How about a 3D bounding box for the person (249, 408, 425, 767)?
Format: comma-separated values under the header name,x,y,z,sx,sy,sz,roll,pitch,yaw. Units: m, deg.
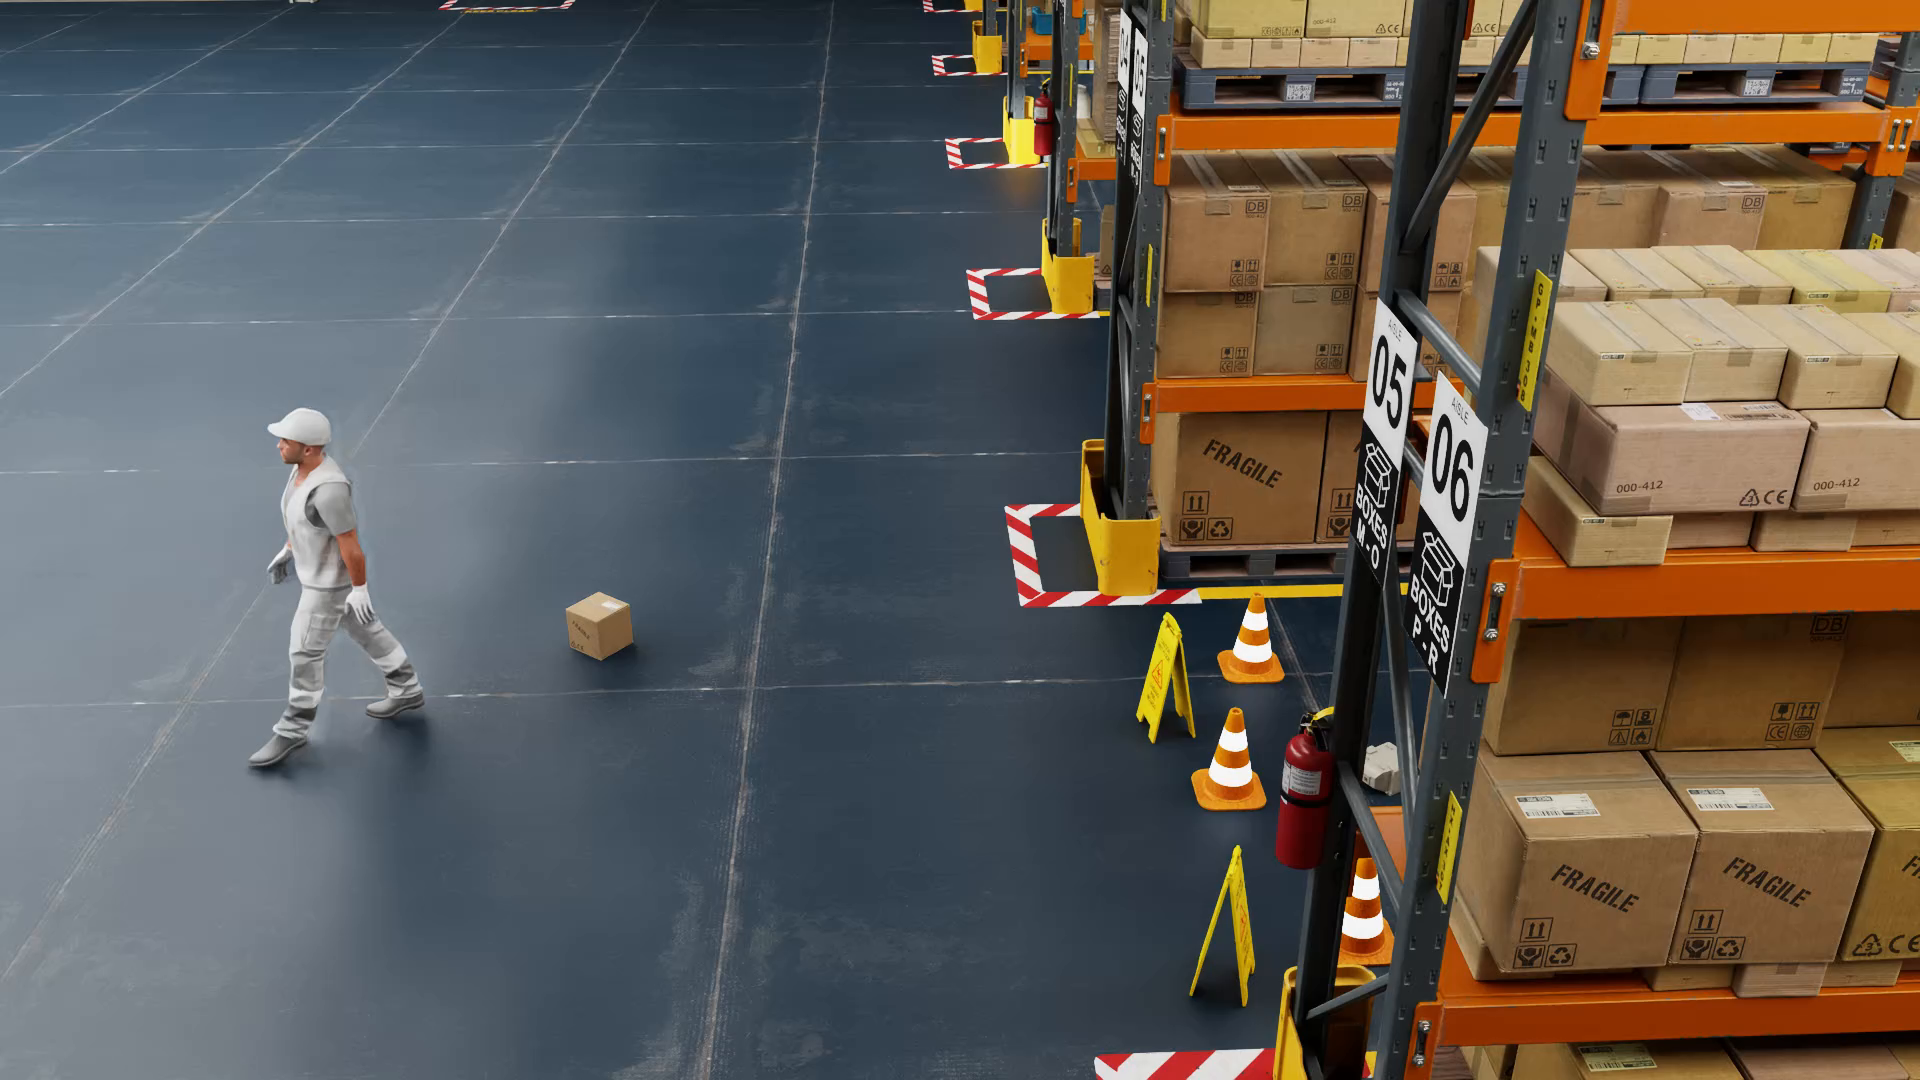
name,x,y,z,sx,sy,sz,roll,pitch,yaw
person,-3.215,0.188,8.196,0.888,1.768,0.608,-12,30,-23
